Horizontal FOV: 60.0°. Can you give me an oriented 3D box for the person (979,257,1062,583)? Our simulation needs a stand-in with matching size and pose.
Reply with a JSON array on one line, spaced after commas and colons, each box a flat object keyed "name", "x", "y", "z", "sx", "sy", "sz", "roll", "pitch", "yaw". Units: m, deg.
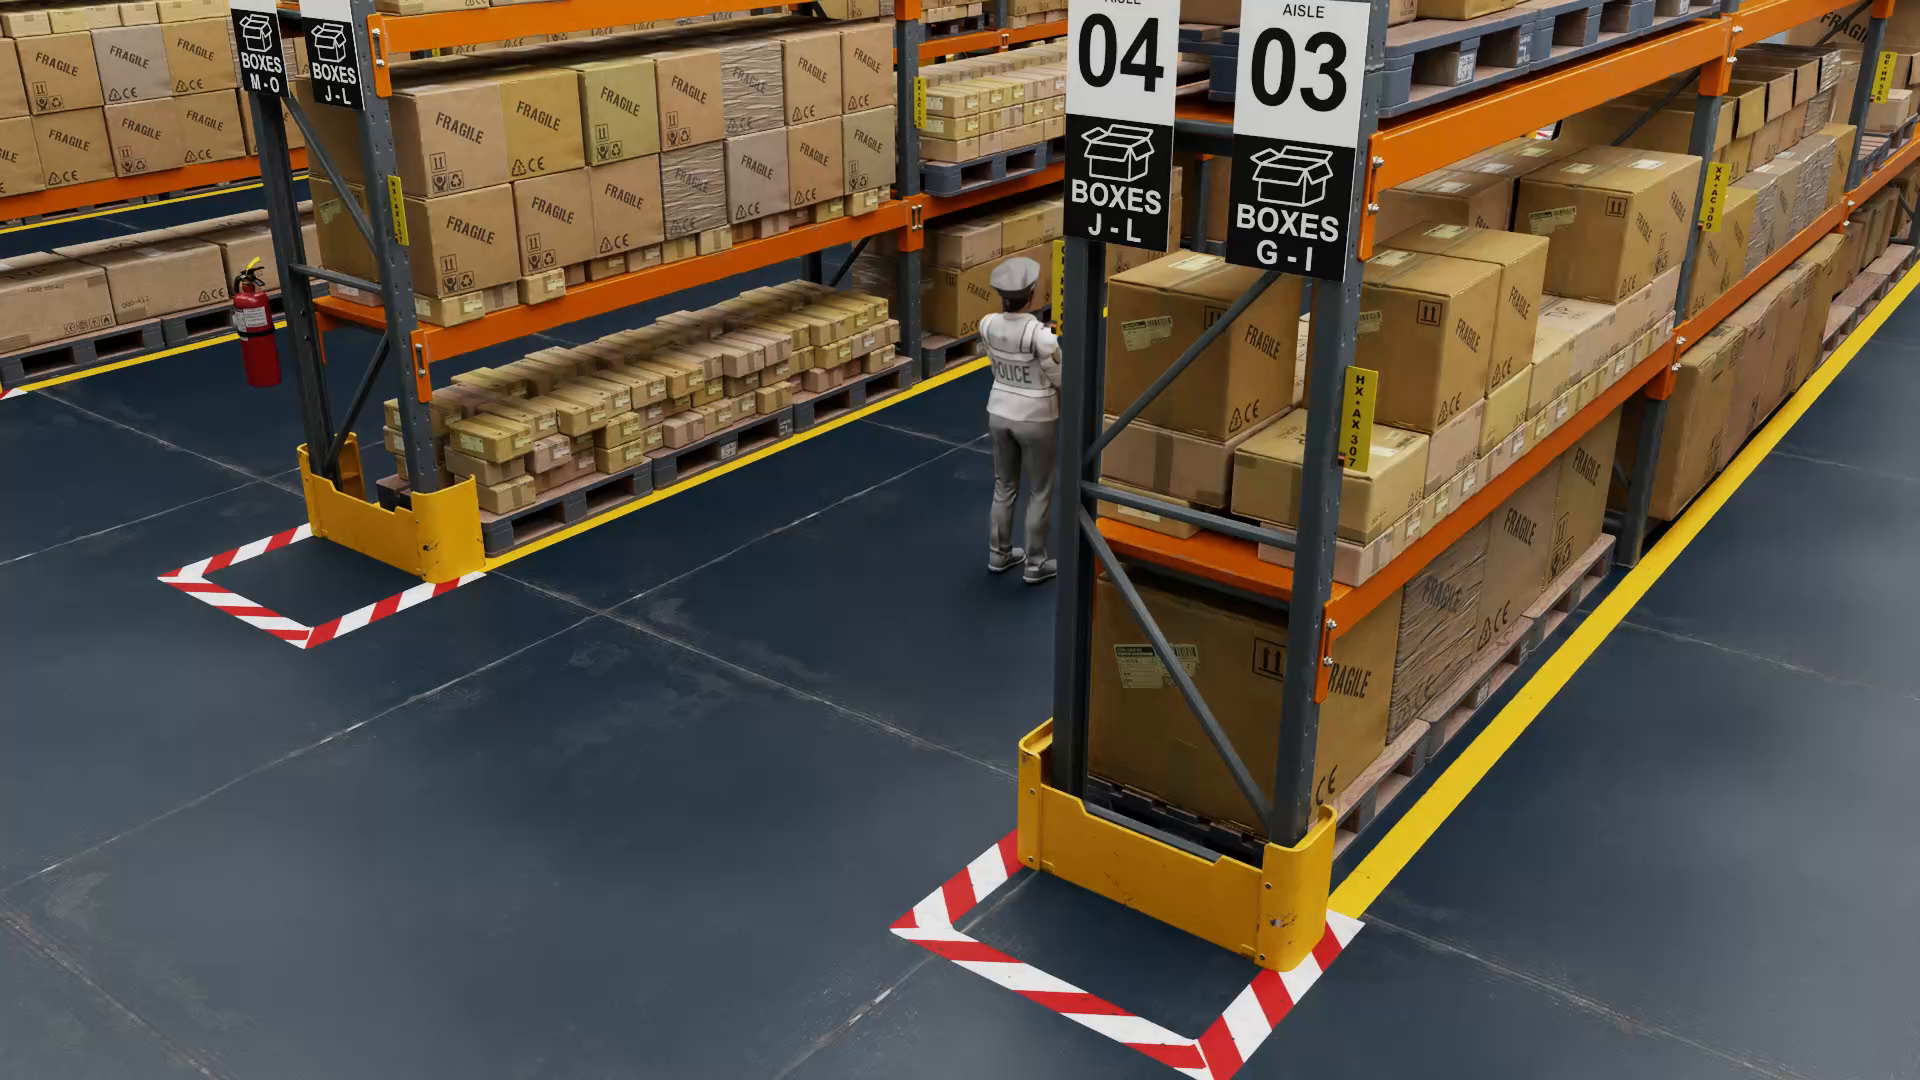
[{"name": "person", "x": 0.371, "y": -0.625, "z": 8.499, "sx": 0.459, "sy": 1.689, "sz": 0.547, "roll": 17, "pitch": 29, "yaw": 34}]
